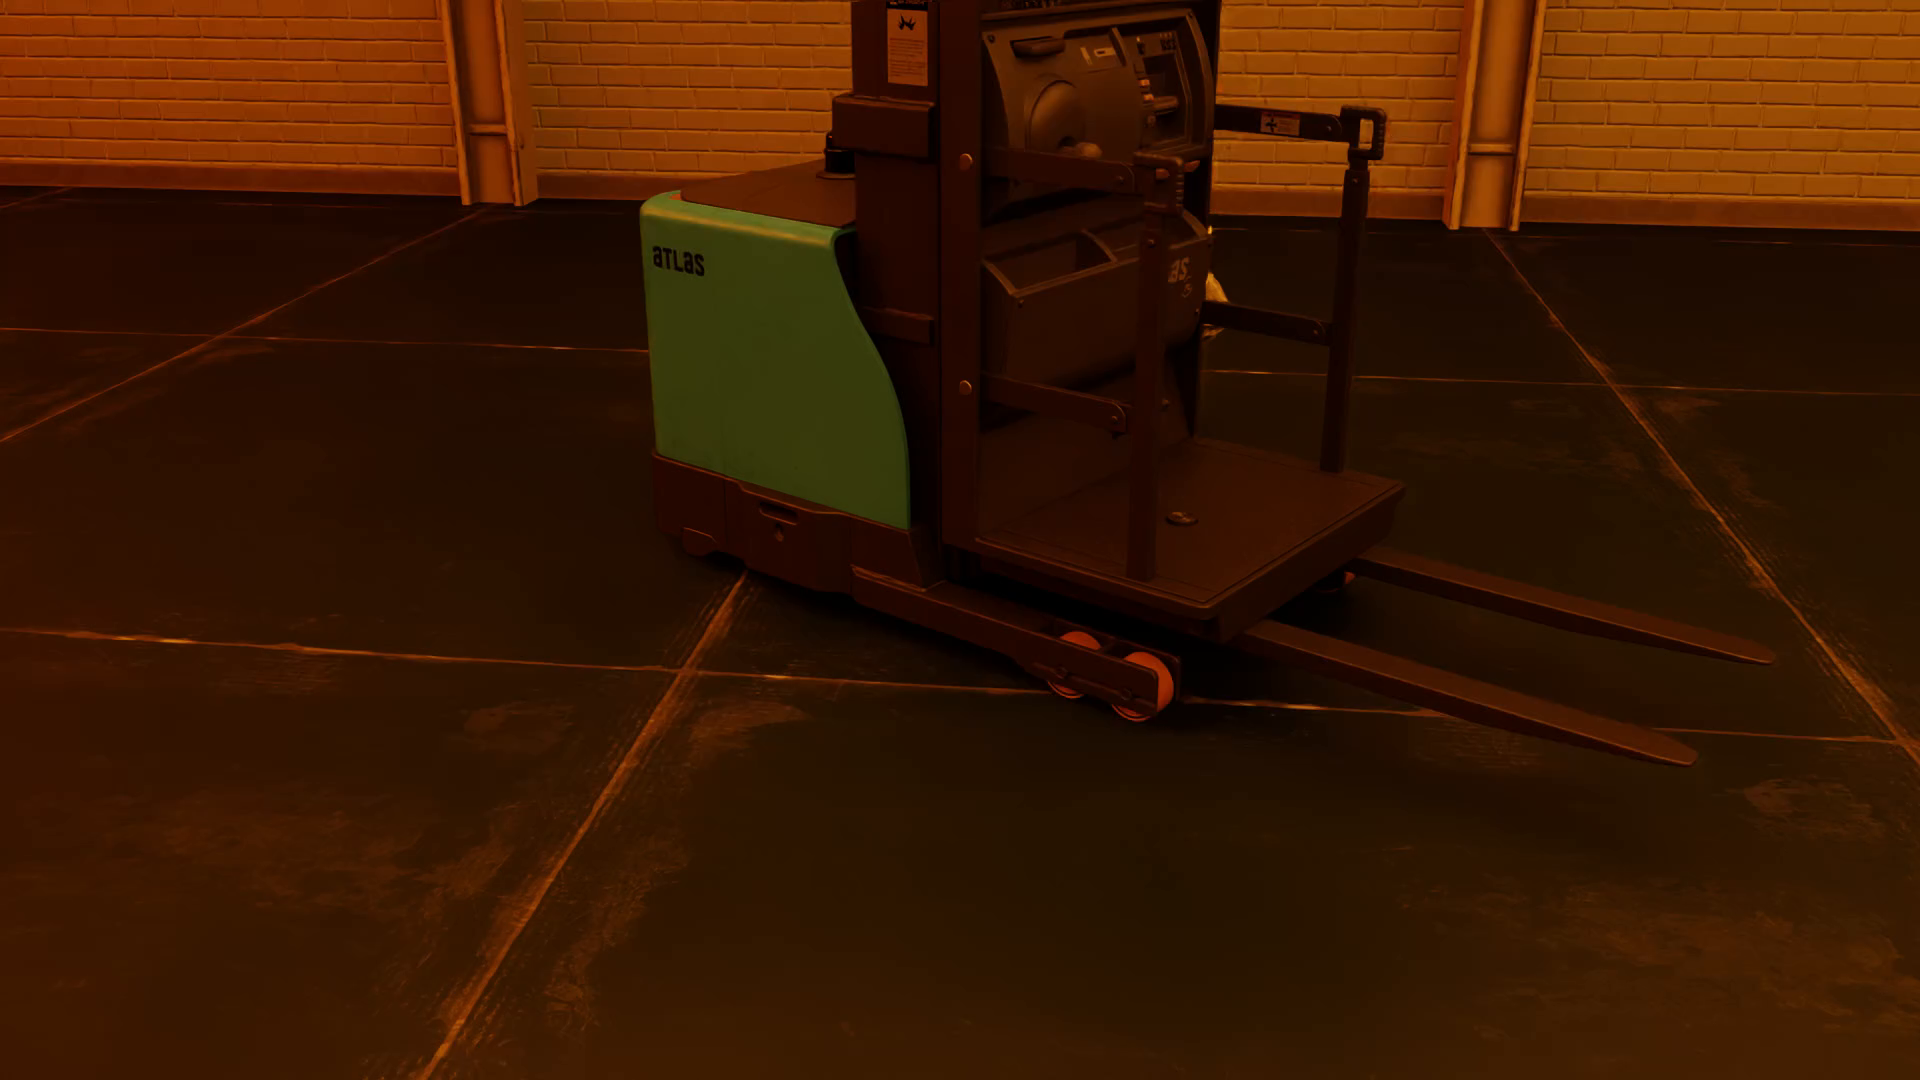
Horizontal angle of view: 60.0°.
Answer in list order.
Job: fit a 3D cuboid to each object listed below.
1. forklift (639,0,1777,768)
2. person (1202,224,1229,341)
[{"bbox_3d":[0.533,-1.139,4.081,3.031,2.935,1.130,17,27,35],"label":"forklift"},{"bbox_3d":[0.634,-0.999,5.564,0.630,1.472,0.729,13,25,28],"label":"person"}]
